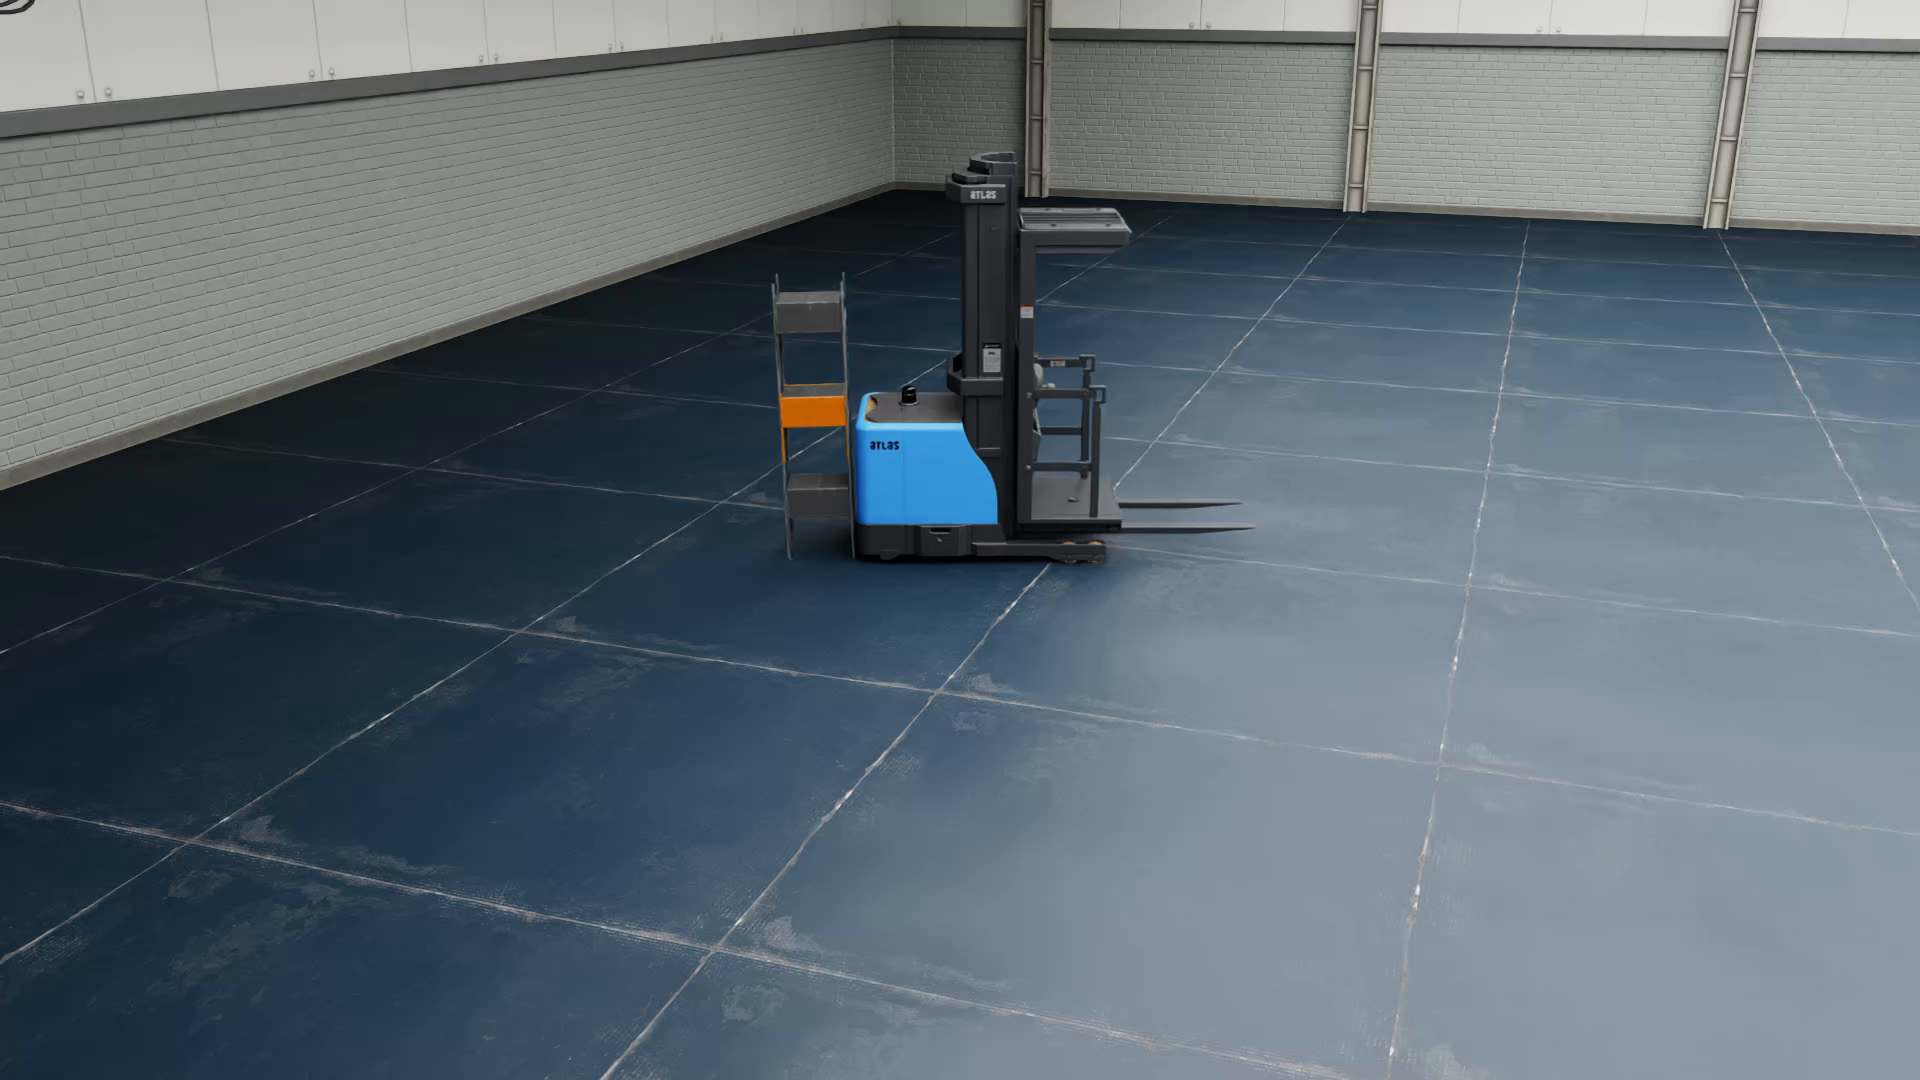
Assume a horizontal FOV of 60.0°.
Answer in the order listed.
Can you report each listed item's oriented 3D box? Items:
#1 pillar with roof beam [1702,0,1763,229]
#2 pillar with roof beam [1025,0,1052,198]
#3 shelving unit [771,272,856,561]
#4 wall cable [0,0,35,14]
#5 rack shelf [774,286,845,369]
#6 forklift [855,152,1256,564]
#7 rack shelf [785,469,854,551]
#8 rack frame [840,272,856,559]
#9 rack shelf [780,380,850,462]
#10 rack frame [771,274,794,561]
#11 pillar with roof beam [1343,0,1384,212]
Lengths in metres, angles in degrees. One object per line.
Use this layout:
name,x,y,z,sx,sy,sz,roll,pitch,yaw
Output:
pillar with roof beam,11.396,-8.217,22.894,0.400,9.000,9.100,7,20,18
pillar with roof beam,0.061,-9.513,26.612,0.400,9.000,9.100,7,20,18
shelving unit,-1.075,-0.909,12.392,0.503,2.100,0.431,-2,19,-1
wall cable,-8.082,-6.343,12.351,0.169,6.003,2.305,7,20,18
rack shelf,-1.090,-1.556,12.165,0.480,0.518,0.431,-2,19,-1
forklift,0.731,-1.378,12.494,3.031,2.935,1.130,0,19,0
rack shelf,-1.059,-0.236,12.628,0.480,0.518,0.431,-2,19,-1
rack frame,-0.831,-0.916,12.396,0.015,2.100,0.400,-2,19,-1
rack shelf,-1.074,-0.896,12.397,0.480,0.518,0.431,-2,19,-1
rack frame,-1.319,-0.902,12.388,0.015,2.100,0.400,-2,19,-1
pillar with roof beam,5.728,-8.865,24.753,0.400,9.000,9.100,7,20,18
